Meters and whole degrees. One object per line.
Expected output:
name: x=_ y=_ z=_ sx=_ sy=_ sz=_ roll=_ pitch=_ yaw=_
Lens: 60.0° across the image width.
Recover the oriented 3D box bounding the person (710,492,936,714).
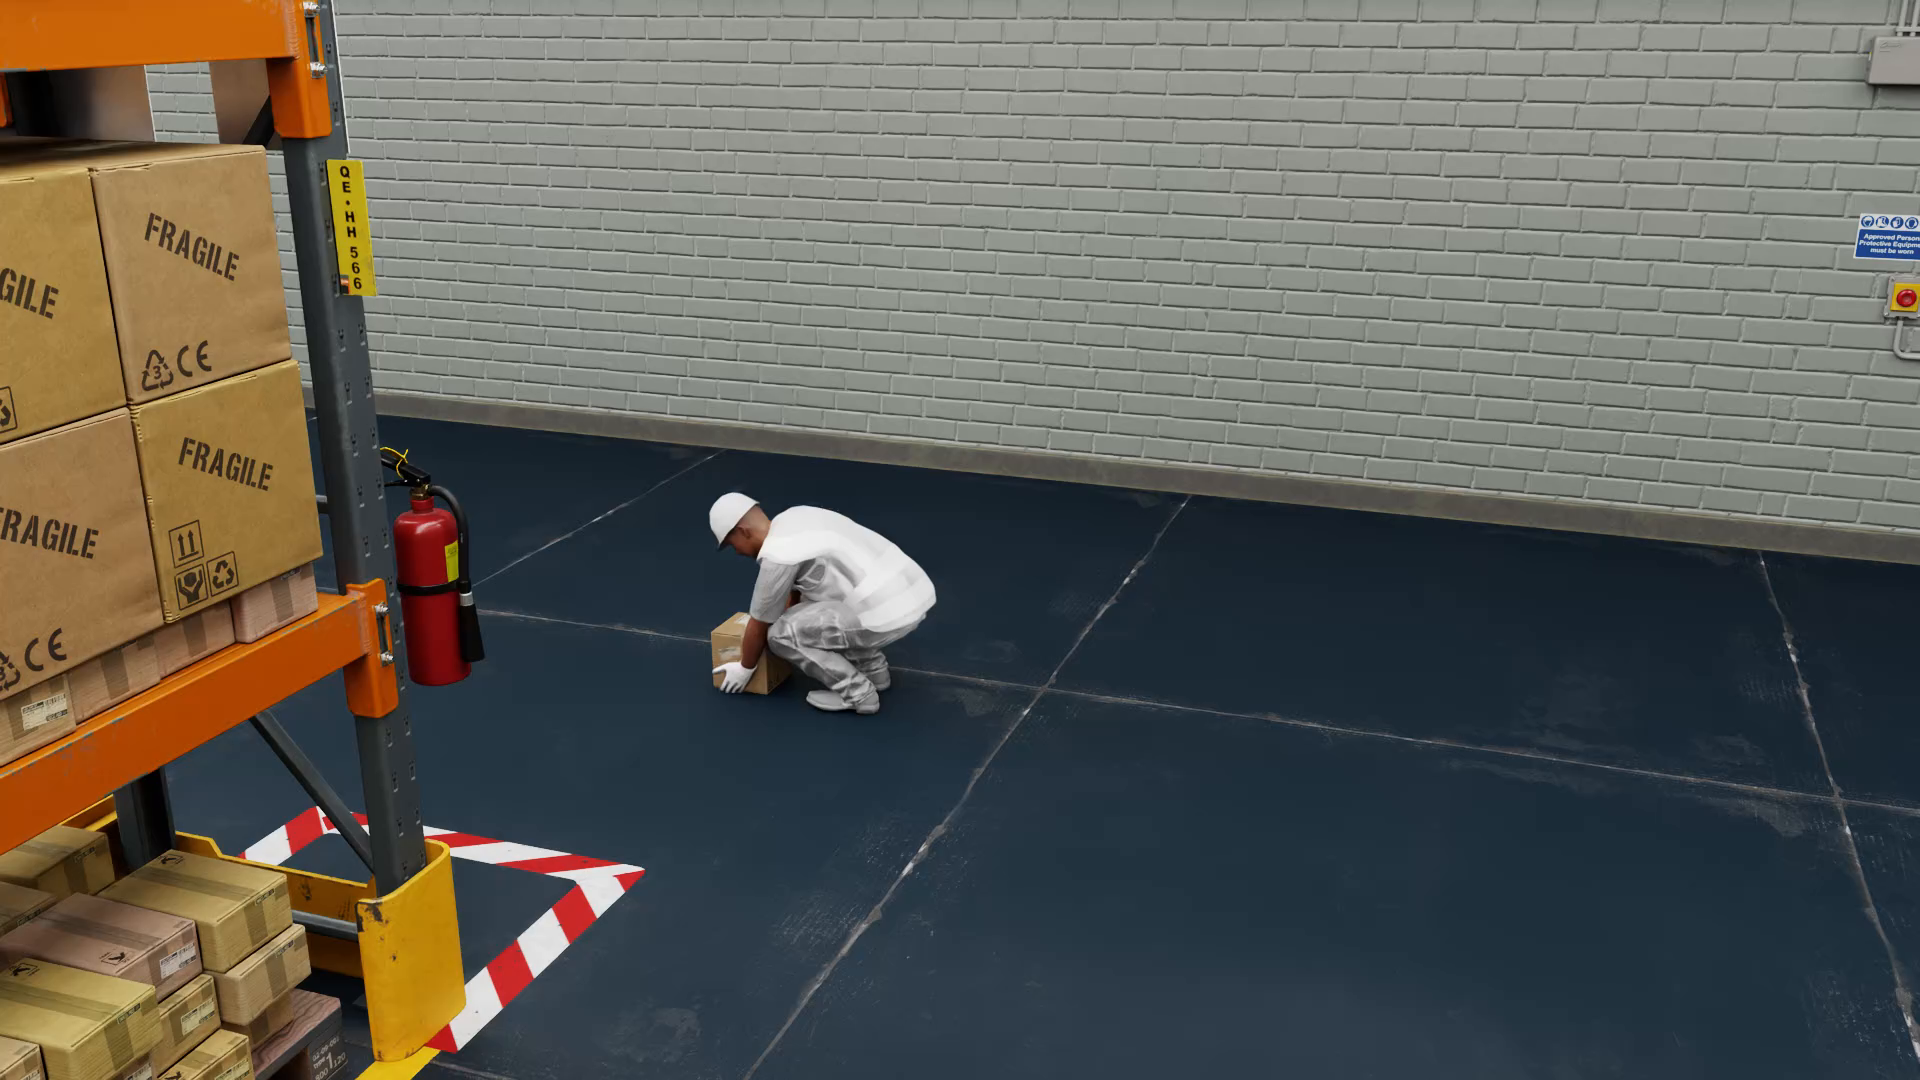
person: x=-0.572 y=0.256 z=6.798 sx=0.913 sy=0.884 sz=0.569 roll=6 pitch=19 yaw=18
